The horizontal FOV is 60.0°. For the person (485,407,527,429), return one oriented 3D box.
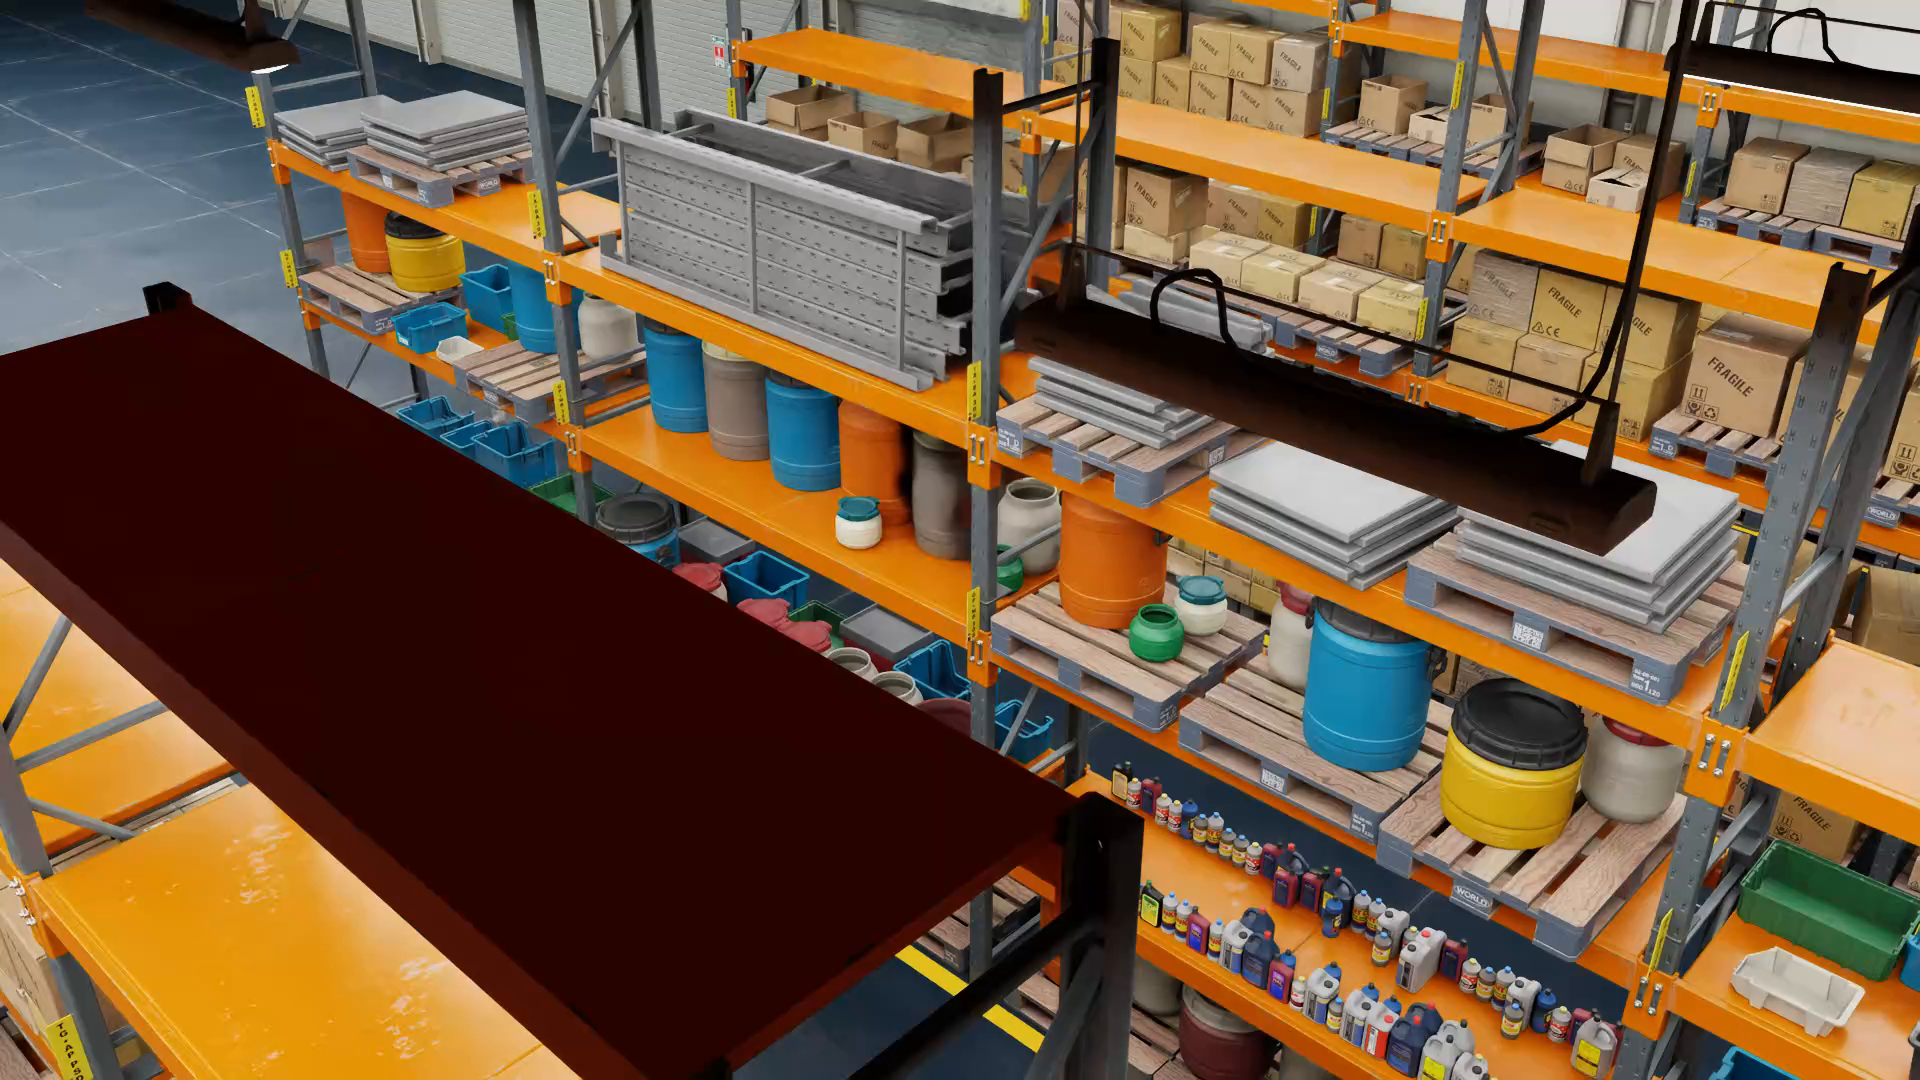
[{"bbox_3d":[-4.469,-1.108,16.652,0.546,1.556,0.535,8,30,14],"label":"person"}]
